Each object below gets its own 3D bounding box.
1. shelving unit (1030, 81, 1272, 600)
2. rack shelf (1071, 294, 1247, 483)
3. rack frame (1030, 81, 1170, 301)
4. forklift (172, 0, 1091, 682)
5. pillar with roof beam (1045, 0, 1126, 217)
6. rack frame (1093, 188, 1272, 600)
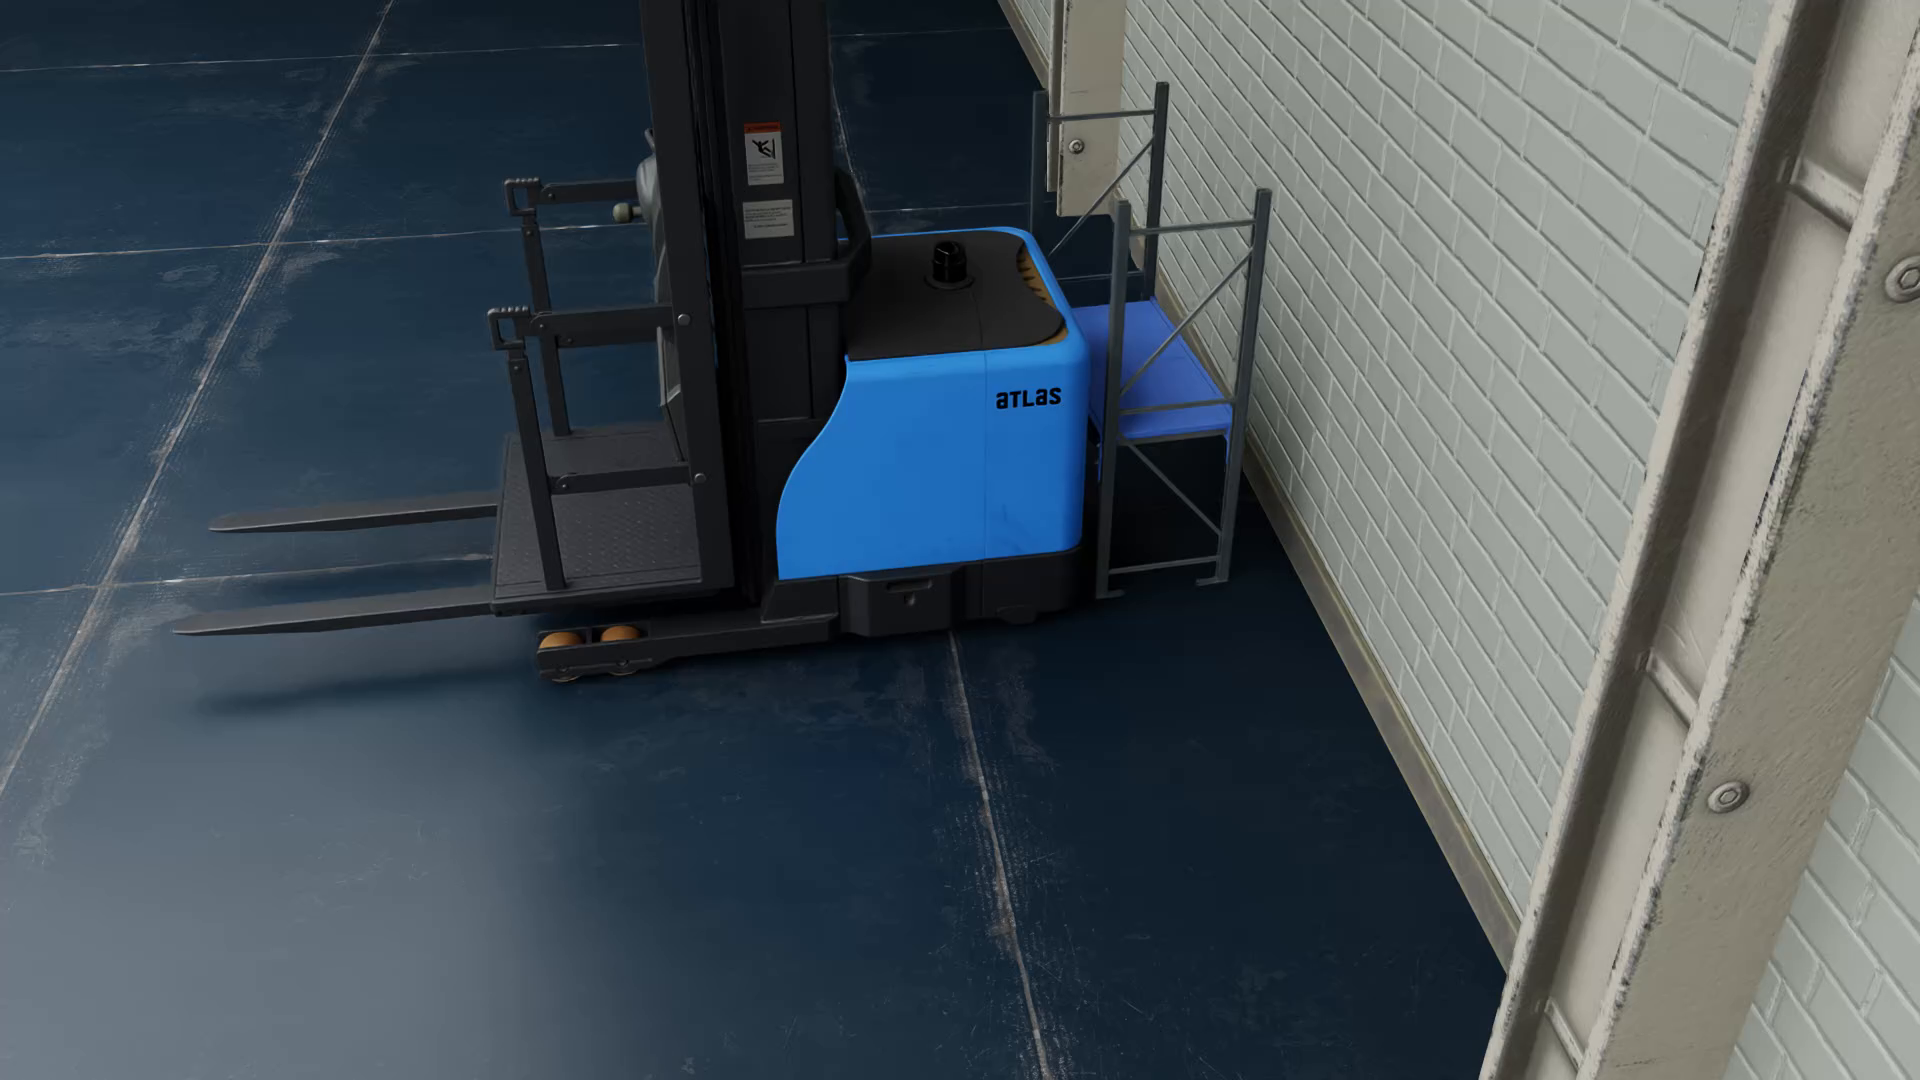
[{"bbox_3d":[0.617,-0.725,5.982,0.538,1.500,1.048,-7,35,-10],"label":"shelving unit"},{"bbox_3d":[0.617,-0.576,6.083,0.538,0.185,1.000,-7,35,-10],"label":"rack shelf"},{"bbox_3d":[0.509,-1.005,6.392,0.500,1.500,0.032,-7,35,-10],"label":"rack frame"},{"bbox_3d":[-1.134,-1.060,5.203,3.031,2.935,1.130,-6,35,-8],"label":"forklift"},{"bbox_3d":[-3.622,-5.216,5.913,9.100,9.000,0.400,-4,35,-6],"label":"pillar with roof beam"},{"bbox_3d":[0.726,-0.445,5.571,0.500,1.500,0.032,-7,35,-10],"label":"rack frame"}]
